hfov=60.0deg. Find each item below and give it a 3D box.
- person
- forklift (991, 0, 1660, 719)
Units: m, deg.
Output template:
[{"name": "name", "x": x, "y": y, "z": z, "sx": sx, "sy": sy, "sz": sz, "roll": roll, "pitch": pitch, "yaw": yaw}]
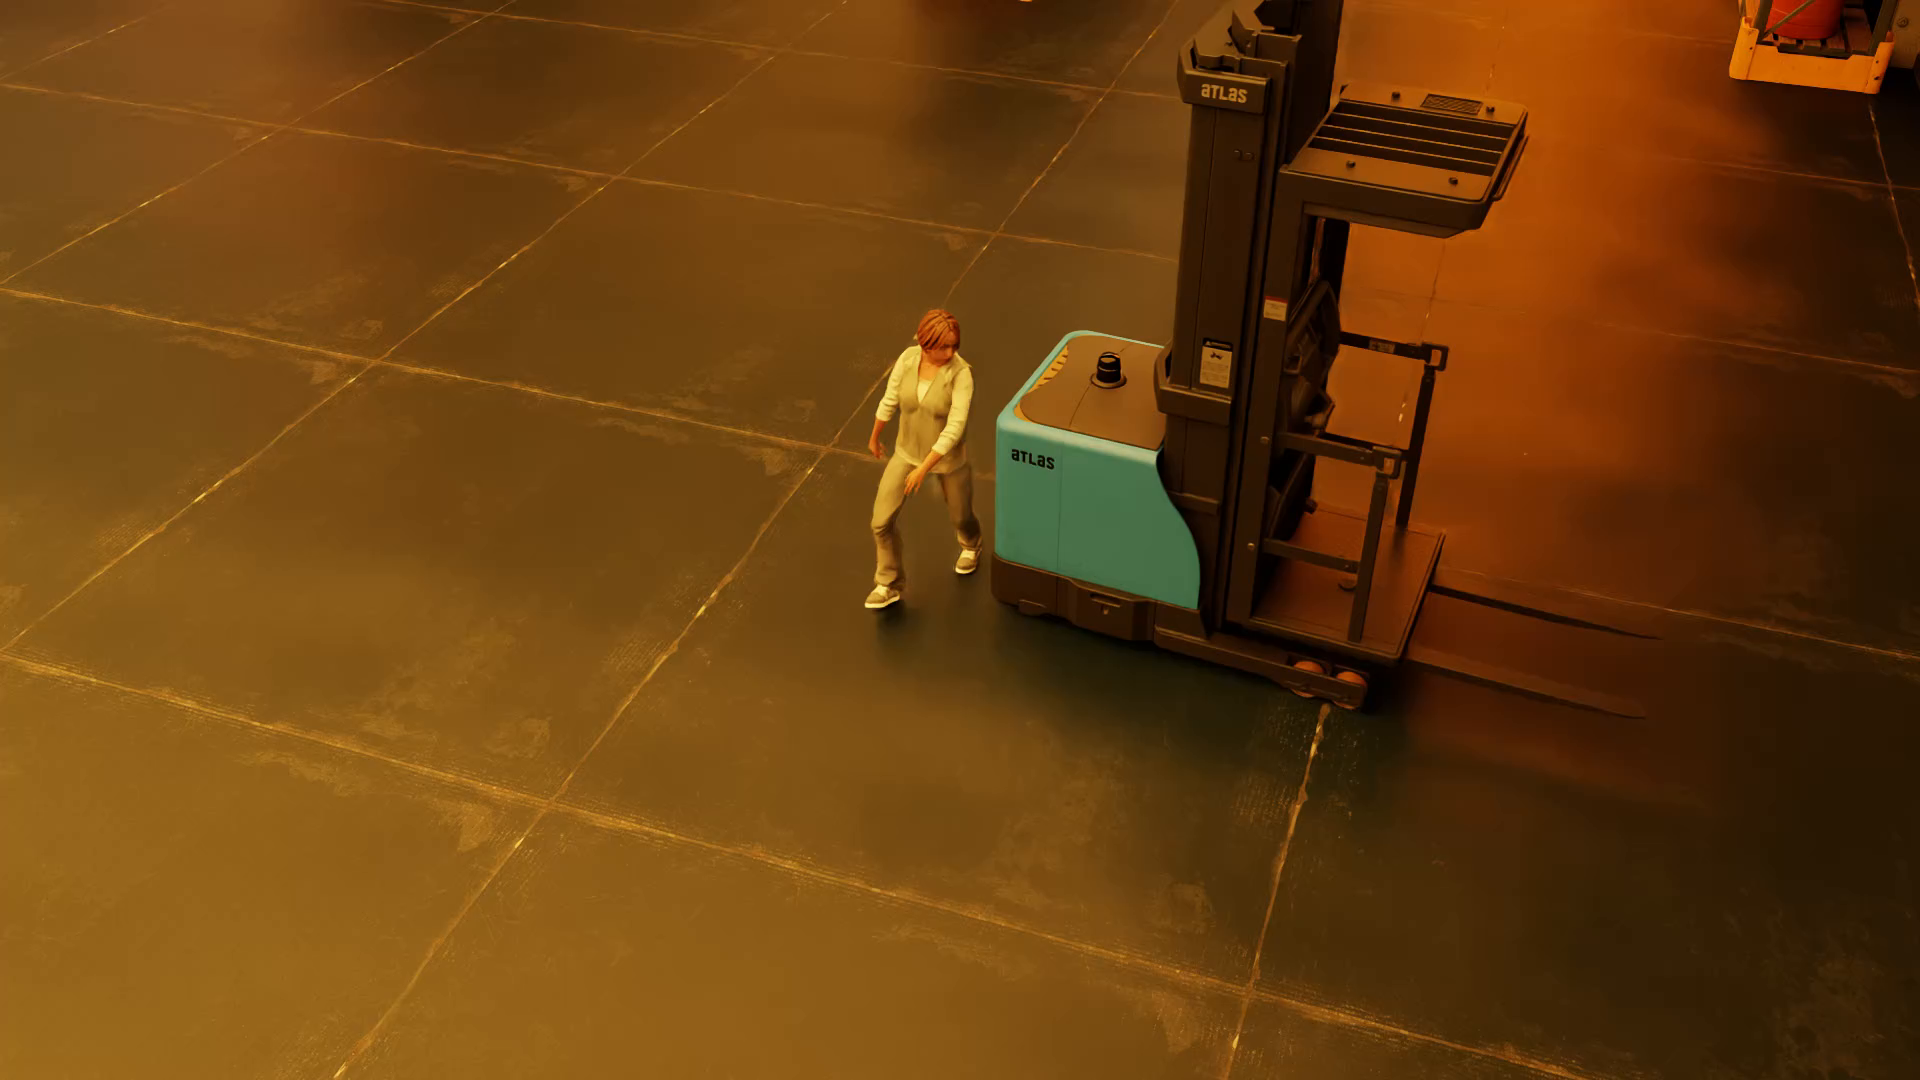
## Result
[{"name": "person", "x": -0.202, "y": -0.400, "z": 7.900, "sx": 0.545, "sy": 1.516, "sz": 0.761, "roll": 10, "pitch": 37, "yaw": 14}, {"name": "forklift", "x": 1.713, "y": -0.780, "z": 7.211, "sx": 3.031, "sy": 2.935, "sz": 1.130, "roll": 15, "pitch": 38, "yaw": 20}]
